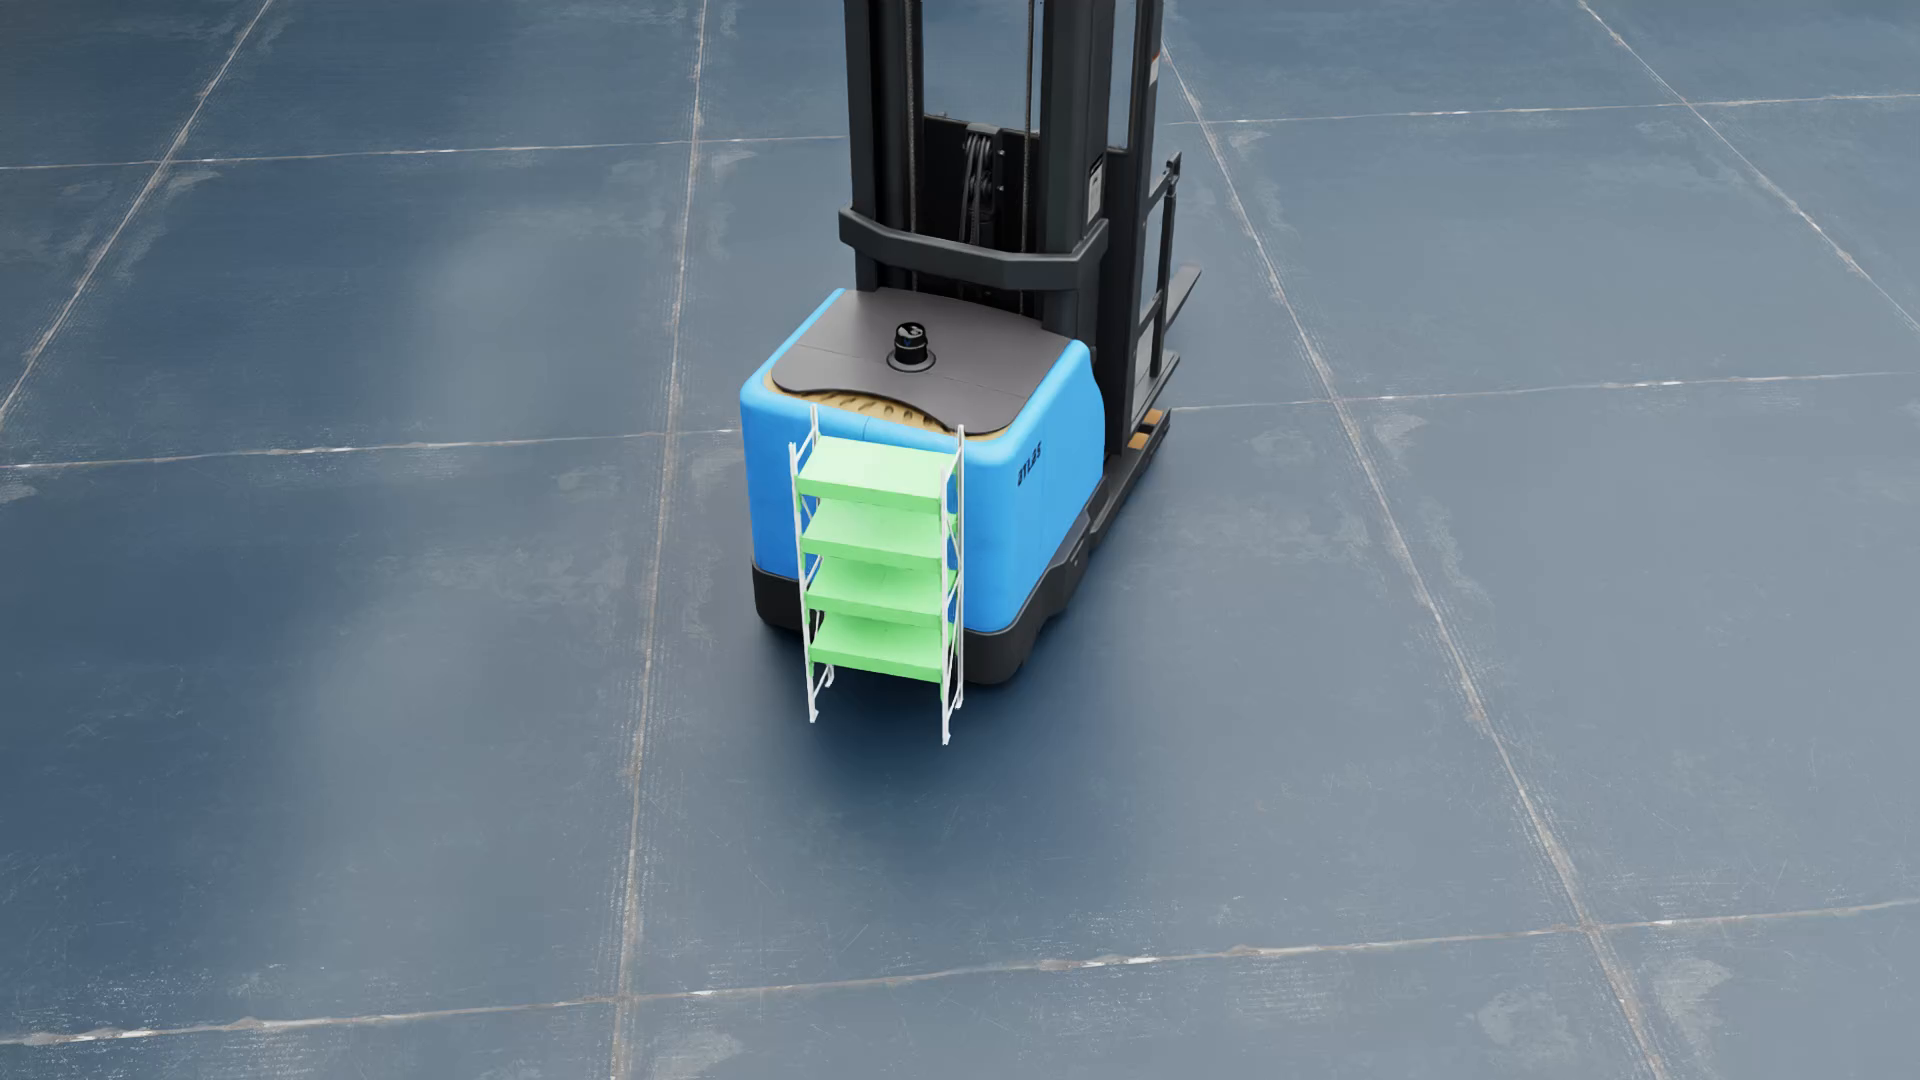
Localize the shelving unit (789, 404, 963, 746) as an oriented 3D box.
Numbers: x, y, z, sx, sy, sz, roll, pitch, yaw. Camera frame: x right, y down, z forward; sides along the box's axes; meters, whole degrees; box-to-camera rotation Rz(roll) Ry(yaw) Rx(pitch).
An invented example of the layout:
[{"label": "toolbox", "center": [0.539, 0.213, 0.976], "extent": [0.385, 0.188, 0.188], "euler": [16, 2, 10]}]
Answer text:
[{"label": "shelving unit", "center": [-0.261, 0.142, 5.601], "extent": [0.503, 1.200, 0.258], "euler": [9, 39, 11]}]

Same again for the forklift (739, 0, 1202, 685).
[{"label": "forklift", "center": [0.272, -1.542, 6.338], "extent": [1.130, 2.935, 3.031], "euler": [15, 41, 18]}]

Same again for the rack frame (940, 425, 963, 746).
[{"label": "rack frame", "center": [-0.025, 0.178, 5.555], "extent": [0.015, 1.200, 0.240], "euler": [9, 39, 11]}]

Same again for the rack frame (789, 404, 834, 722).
[{"label": "rack frame", "center": [-0.498, 0.105, 5.648], "extent": [0.015, 1.200, 0.240], "euler": [9, 39, 11]}]

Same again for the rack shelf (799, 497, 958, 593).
[{"label": "rack shelf", "center": [-0.261, 0.004, 5.492], "extent": [0.480, 0.148, 0.258], "euler": [9, 39, 11]}]

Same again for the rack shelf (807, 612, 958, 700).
[{"label": "rack shelf", "center": [-0.262, 0.381, 5.789], "extent": [0.480, 0.148, 0.258], "euler": [9, 39, 11]}]

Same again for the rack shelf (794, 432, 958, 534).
[{"label": "rack shelf", "center": [-0.261, -0.185, 5.344], "extent": [0.480, 0.148, 0.258], "euler": [9, 39, 11]}]

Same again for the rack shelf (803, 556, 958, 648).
[{"label": "rack shelf", "center": [-0.262, 0.192, 5.641], "extent": [0.480, 0.148, 0.258], "euler": [9, 39, 11]}]
